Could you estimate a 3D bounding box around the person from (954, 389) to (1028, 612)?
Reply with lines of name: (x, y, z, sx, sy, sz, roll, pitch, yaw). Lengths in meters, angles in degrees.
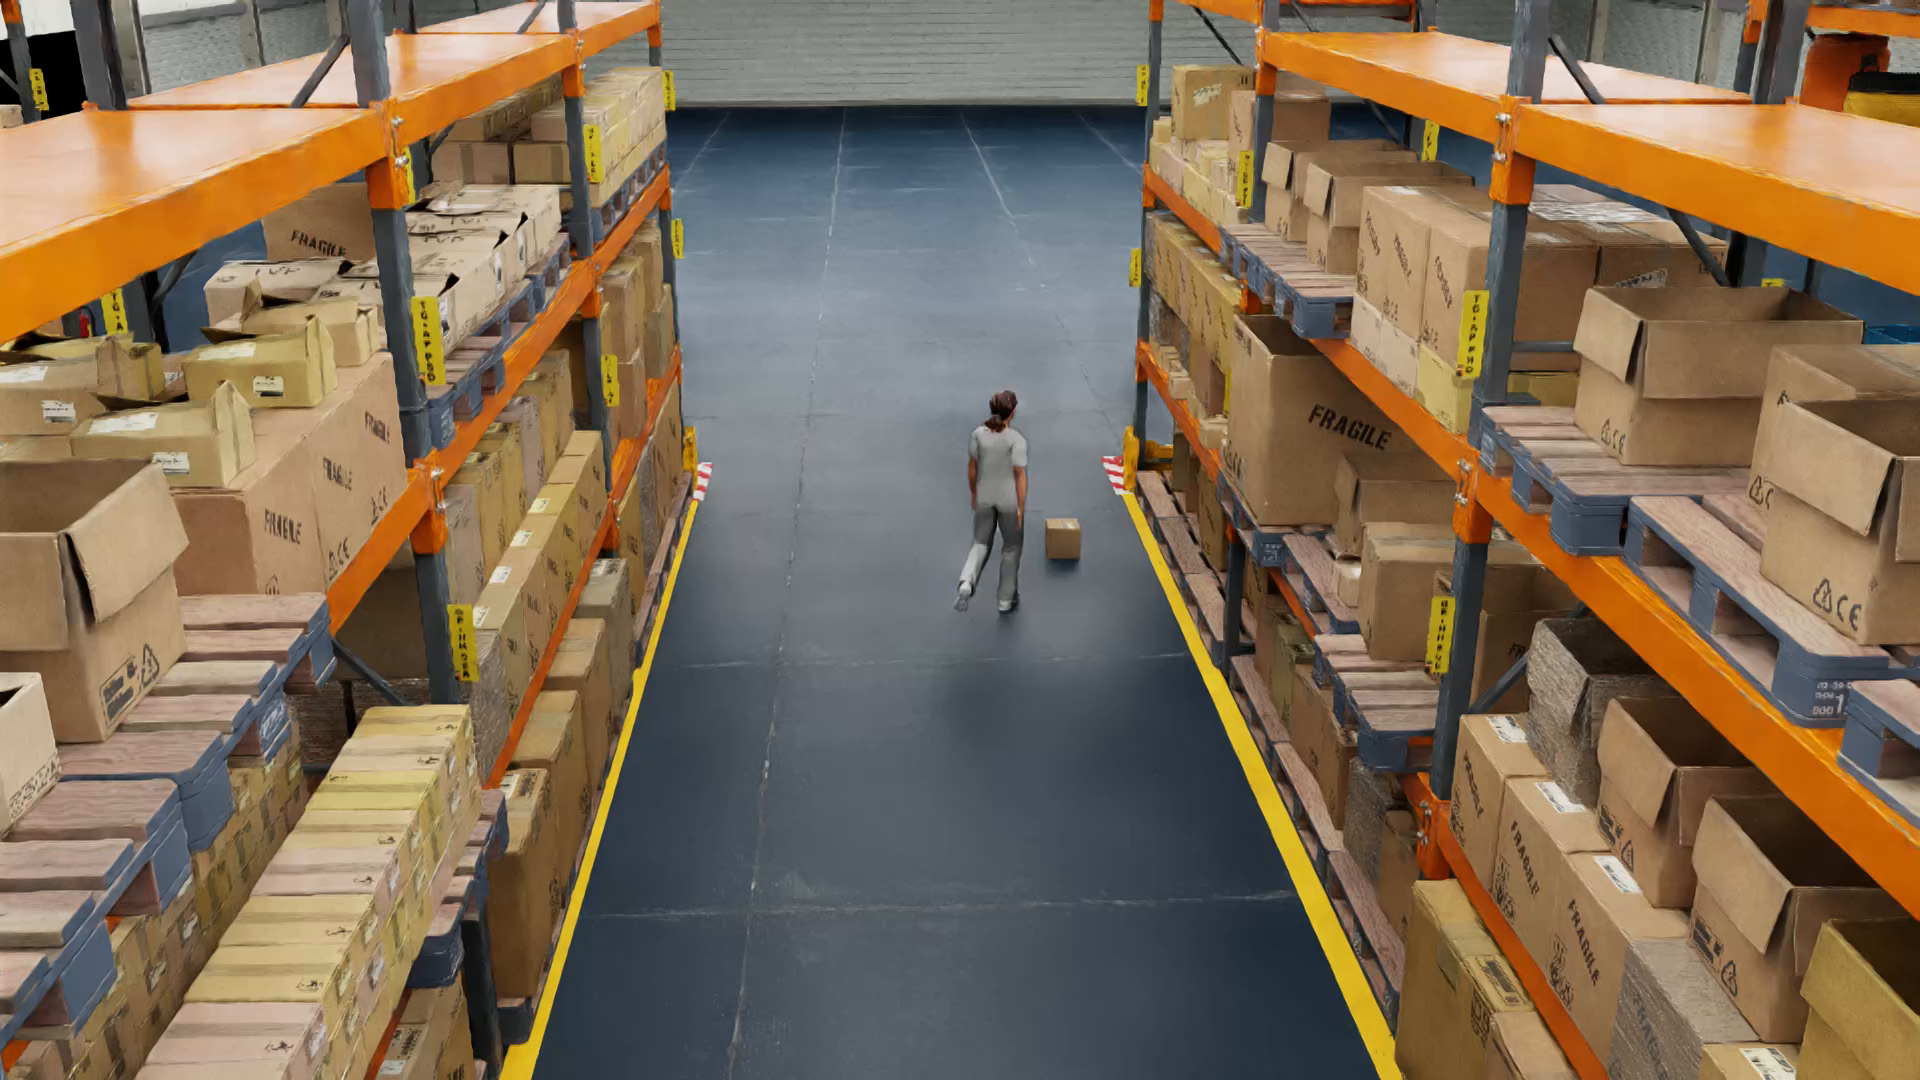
person: (0.239, -0.125, 11.763, 0.474, 1.403, 0.758, 9, 22, 22)
